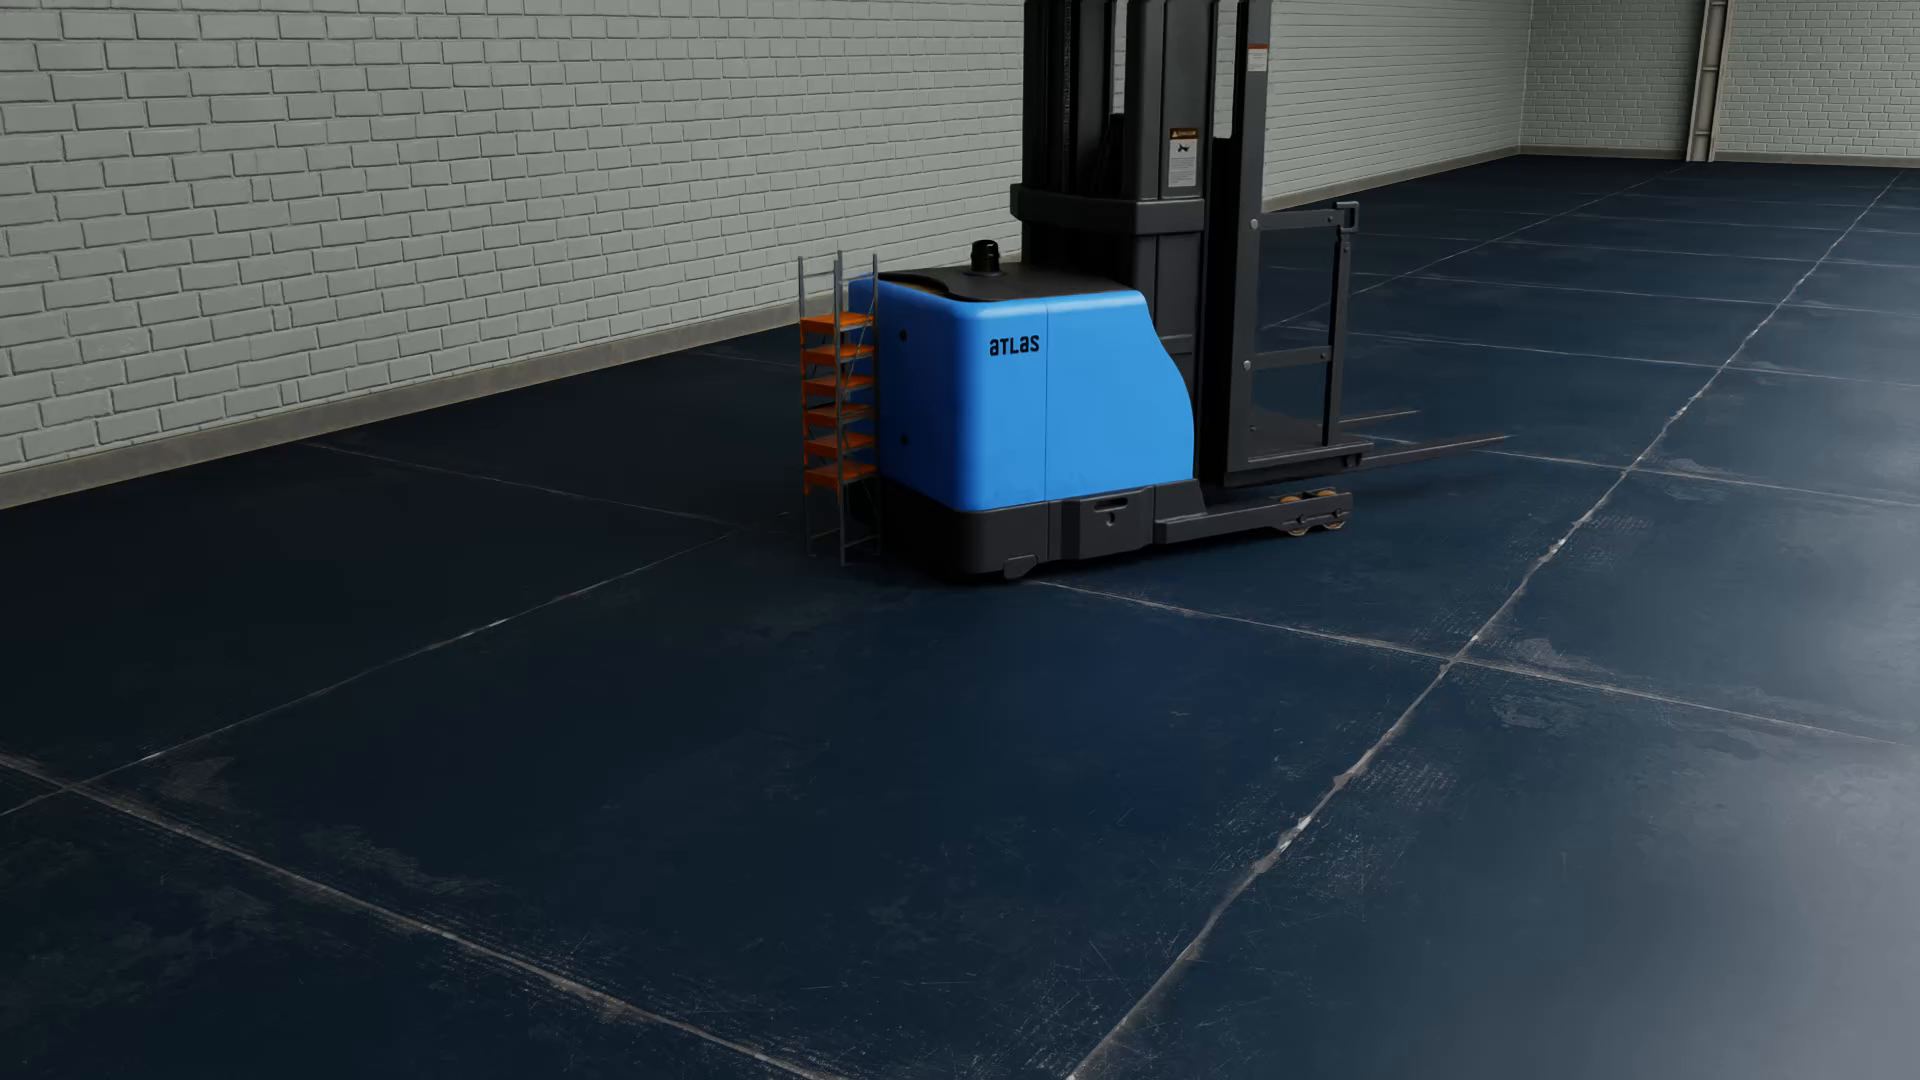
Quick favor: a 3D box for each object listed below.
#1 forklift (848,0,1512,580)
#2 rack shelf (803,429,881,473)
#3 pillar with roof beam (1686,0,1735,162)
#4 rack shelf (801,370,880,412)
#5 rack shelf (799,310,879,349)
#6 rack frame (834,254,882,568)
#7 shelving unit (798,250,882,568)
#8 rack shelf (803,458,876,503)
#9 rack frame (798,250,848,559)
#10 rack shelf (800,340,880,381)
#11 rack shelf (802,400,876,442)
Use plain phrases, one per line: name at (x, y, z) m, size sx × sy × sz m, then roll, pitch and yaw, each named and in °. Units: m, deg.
forklift at (1.073, -1.542, 6.913) m, size 3.031 × 2.935 × 1.130 m, roll -9°, pitch 19°, yaw -28°
rack shelf at (-0.464, -0.353, 6.544) m, size 0.180 × 0.103 × 0.258 m, roll 13°, pitch 21°, yaw 37°
pillar with roof beam at (10.025, -9.531, 22.777) m, size 0.400 × 9.000 × 9.100 m, roll 10°, pitch 20°, yaw 30°
rack shelf at (-0.464, -0.582, 6.474) m, size 0.180 × 0.103 × 0.258 m, roll 13°, pitch 21°, yaw 37°
rack shelf at (-0.464, -0.812, 6.405) m, size 0.180 × 0.103 × 0.258 m, roll 13°, pitch 21°, yaw 37°
rack frame at (-0.393, -0.493, 6.441) m, size 0.006 × 1.200 × 0.240 m, roll 13°, pitch 21°, yaw 37°
shelving unit at (-0.464, -0.510, 6.496) m, size 0.189 × 1.200 × 0.258 m, roll 13°, pitch 21°, yaw 37°
rack shelf at (-0.464, -0.238, 6.579) m, size 0.180 × 0.103 × 0.258 m, roll 13°, pitch 21°, yaw 37°
rack frame at (-0.535, -0.527, 6.551) m, size 0.006 × 1.200 × 0.240 m, roll 13°, pitch 21°, yaw 37°
rack shelf at (-0.464, -0.697, 6.439) m, size 0.180 × 0.103 × 0.258 m, roll 13°, pitch 21°, yaw 37°
rack shelf at (-0.464, -0.468, 6.509) m, size 0.180 × 0.103 × 0.258 m, roll 13°, pitch 21°, yaw 37°
